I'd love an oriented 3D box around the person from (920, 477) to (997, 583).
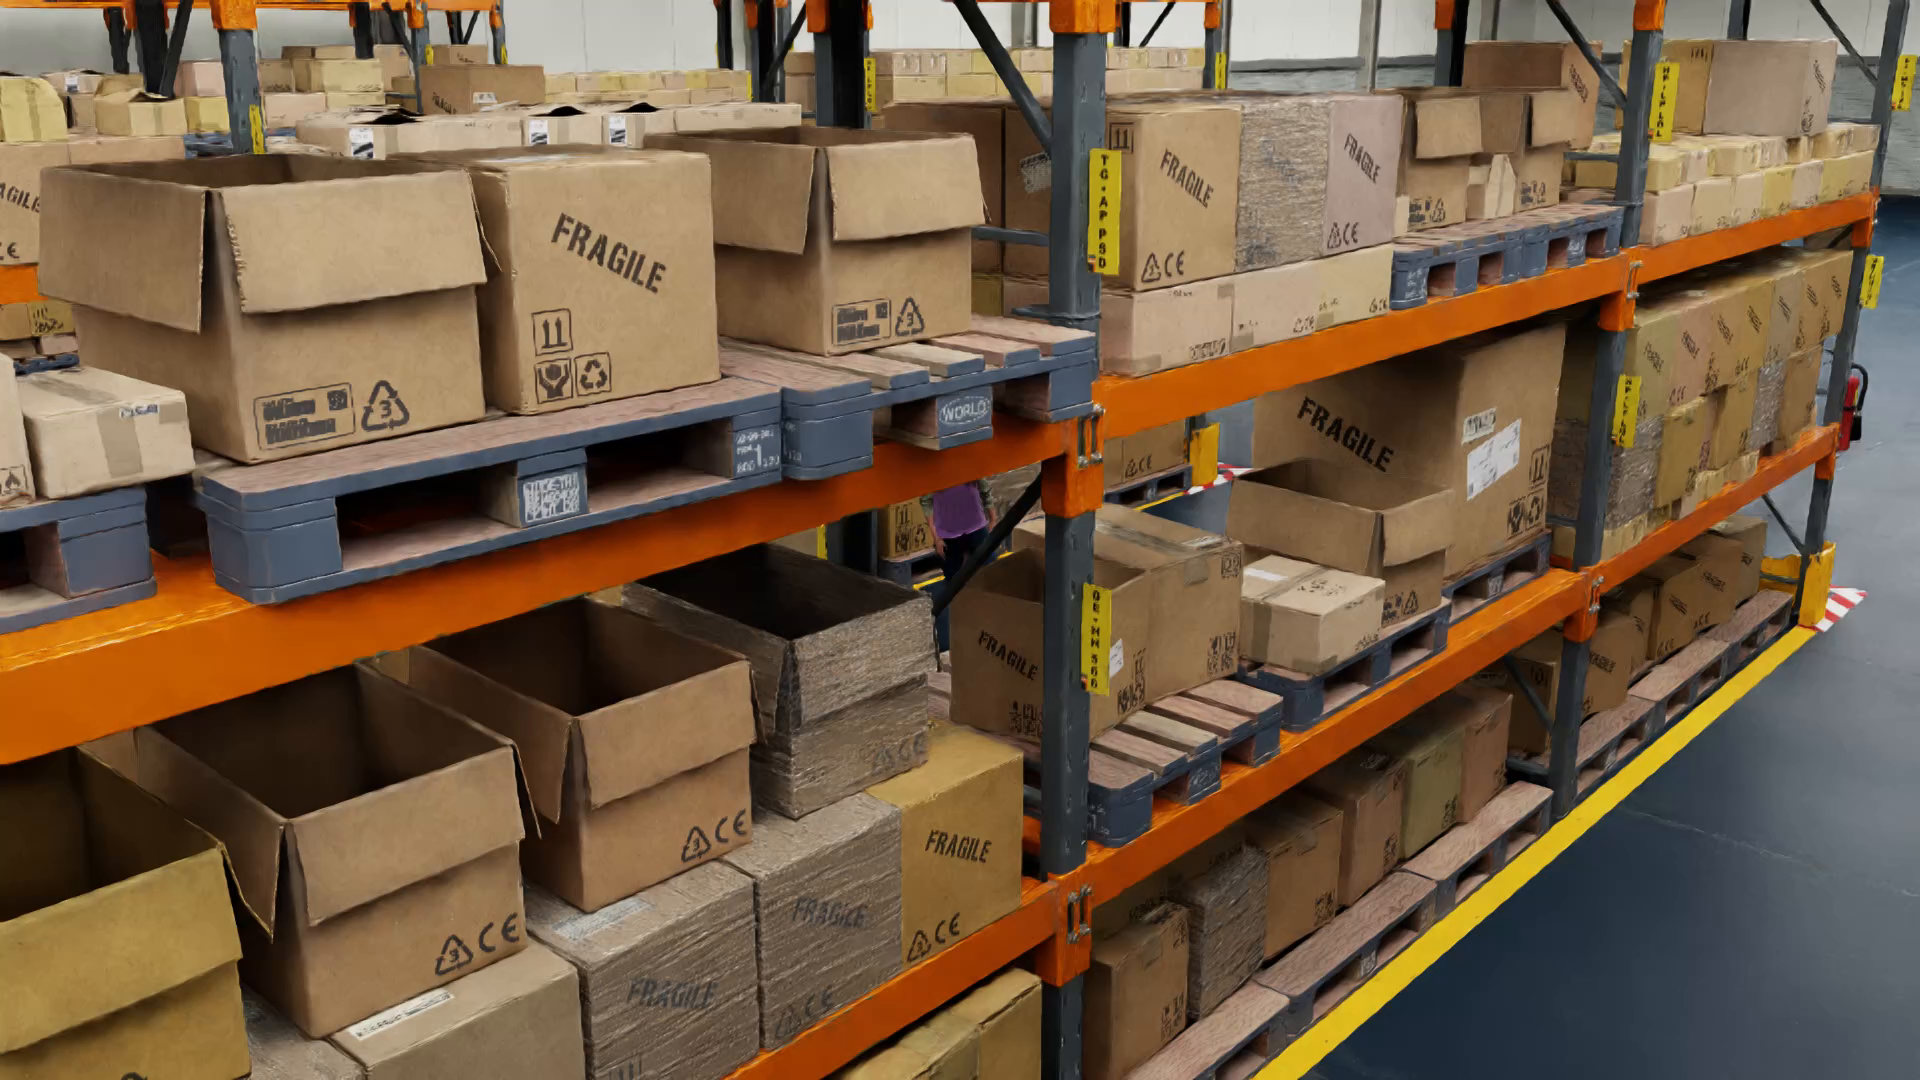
[{"bbox_3d":[0.004,-0.032,10.183,0.499,1.579,0.404,-5,18,-14],"label":"person"}]
